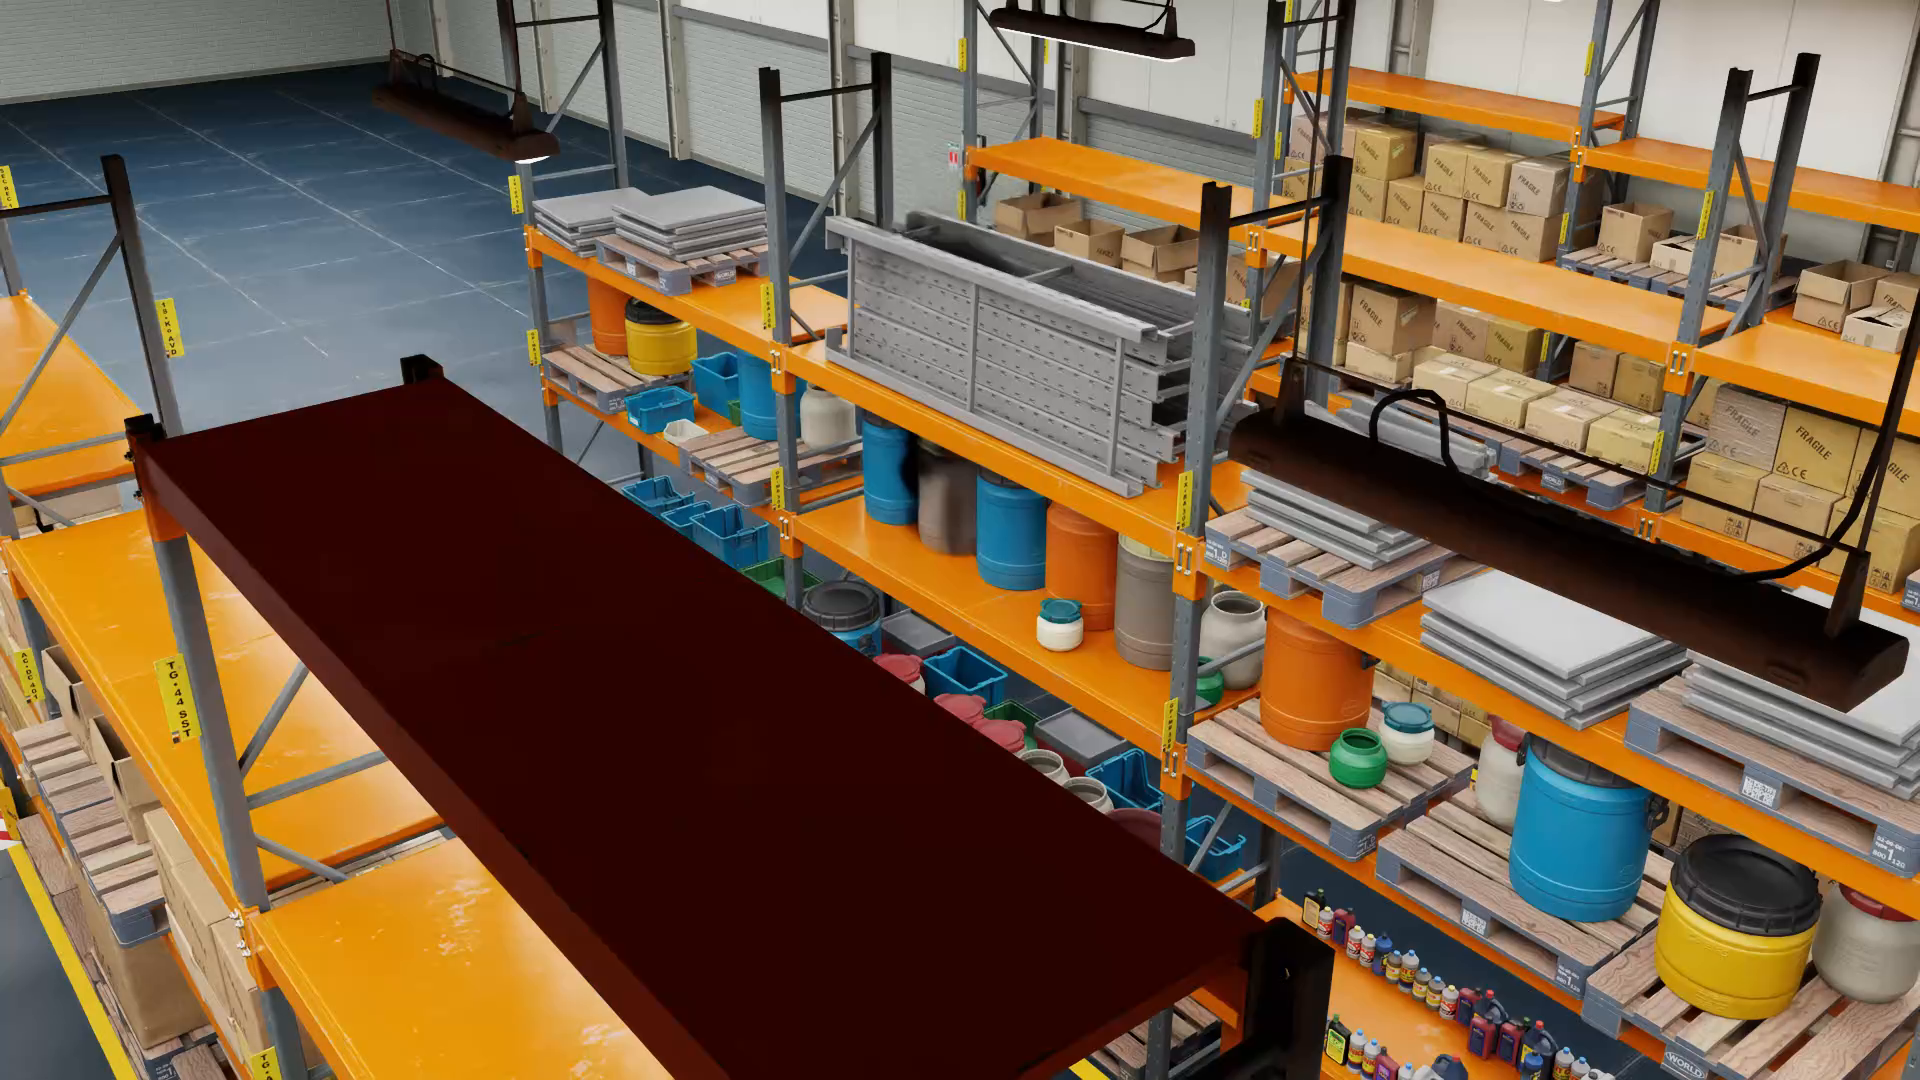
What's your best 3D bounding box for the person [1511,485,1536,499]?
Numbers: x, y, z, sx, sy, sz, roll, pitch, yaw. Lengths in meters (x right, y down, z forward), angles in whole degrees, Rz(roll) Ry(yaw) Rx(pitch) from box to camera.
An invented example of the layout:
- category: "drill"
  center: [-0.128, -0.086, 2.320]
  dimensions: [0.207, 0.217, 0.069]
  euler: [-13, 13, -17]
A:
- category: "person"
  center: [5.344, 0.083, 16.102]
  dimensions: [0.923, 1.687, 0.613]
  euler: [20, 32, 35]
